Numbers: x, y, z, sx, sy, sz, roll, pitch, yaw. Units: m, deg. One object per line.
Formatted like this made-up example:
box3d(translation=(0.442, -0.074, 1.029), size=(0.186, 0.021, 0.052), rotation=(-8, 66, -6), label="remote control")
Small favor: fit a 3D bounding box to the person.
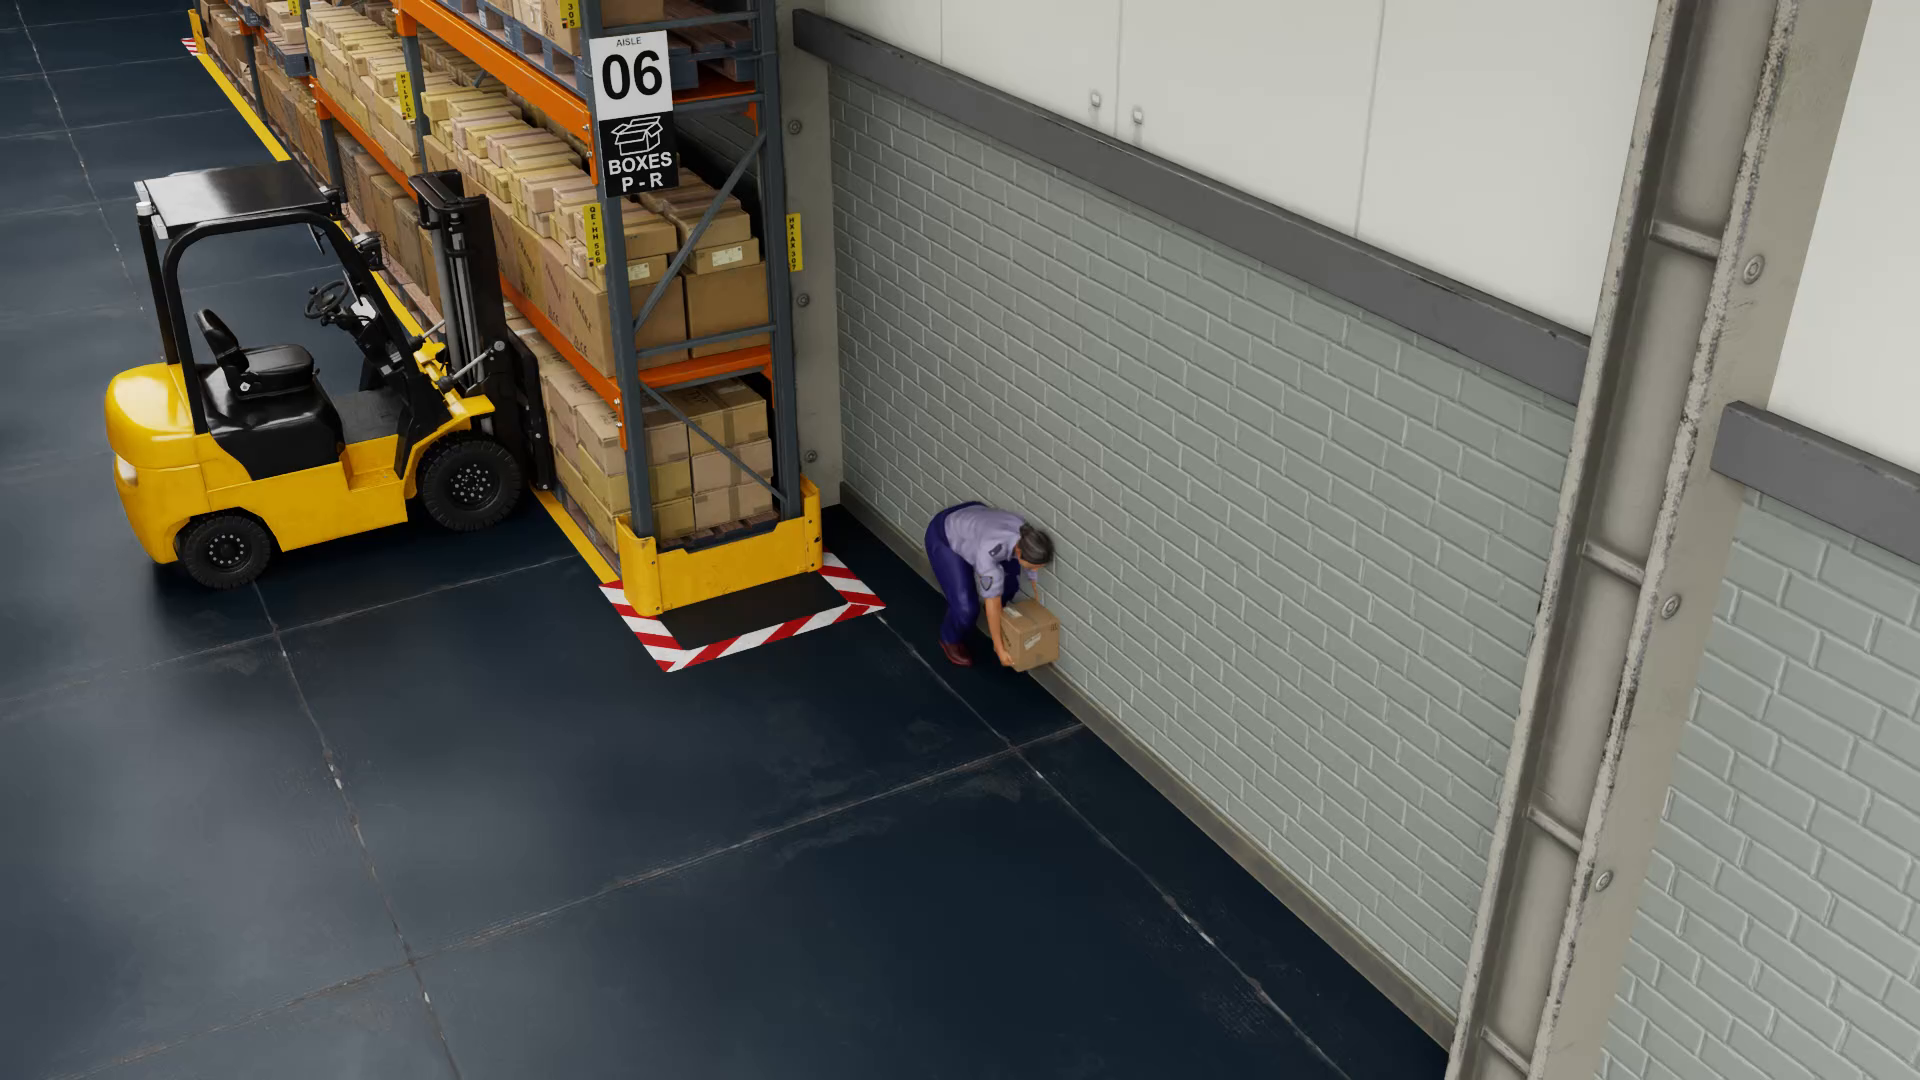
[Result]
box3d(translation=(0.183, 0.244, 8.863), size=(0.531, 0.940, 0.885), rotation=(-18, 34, -28), label="person")
